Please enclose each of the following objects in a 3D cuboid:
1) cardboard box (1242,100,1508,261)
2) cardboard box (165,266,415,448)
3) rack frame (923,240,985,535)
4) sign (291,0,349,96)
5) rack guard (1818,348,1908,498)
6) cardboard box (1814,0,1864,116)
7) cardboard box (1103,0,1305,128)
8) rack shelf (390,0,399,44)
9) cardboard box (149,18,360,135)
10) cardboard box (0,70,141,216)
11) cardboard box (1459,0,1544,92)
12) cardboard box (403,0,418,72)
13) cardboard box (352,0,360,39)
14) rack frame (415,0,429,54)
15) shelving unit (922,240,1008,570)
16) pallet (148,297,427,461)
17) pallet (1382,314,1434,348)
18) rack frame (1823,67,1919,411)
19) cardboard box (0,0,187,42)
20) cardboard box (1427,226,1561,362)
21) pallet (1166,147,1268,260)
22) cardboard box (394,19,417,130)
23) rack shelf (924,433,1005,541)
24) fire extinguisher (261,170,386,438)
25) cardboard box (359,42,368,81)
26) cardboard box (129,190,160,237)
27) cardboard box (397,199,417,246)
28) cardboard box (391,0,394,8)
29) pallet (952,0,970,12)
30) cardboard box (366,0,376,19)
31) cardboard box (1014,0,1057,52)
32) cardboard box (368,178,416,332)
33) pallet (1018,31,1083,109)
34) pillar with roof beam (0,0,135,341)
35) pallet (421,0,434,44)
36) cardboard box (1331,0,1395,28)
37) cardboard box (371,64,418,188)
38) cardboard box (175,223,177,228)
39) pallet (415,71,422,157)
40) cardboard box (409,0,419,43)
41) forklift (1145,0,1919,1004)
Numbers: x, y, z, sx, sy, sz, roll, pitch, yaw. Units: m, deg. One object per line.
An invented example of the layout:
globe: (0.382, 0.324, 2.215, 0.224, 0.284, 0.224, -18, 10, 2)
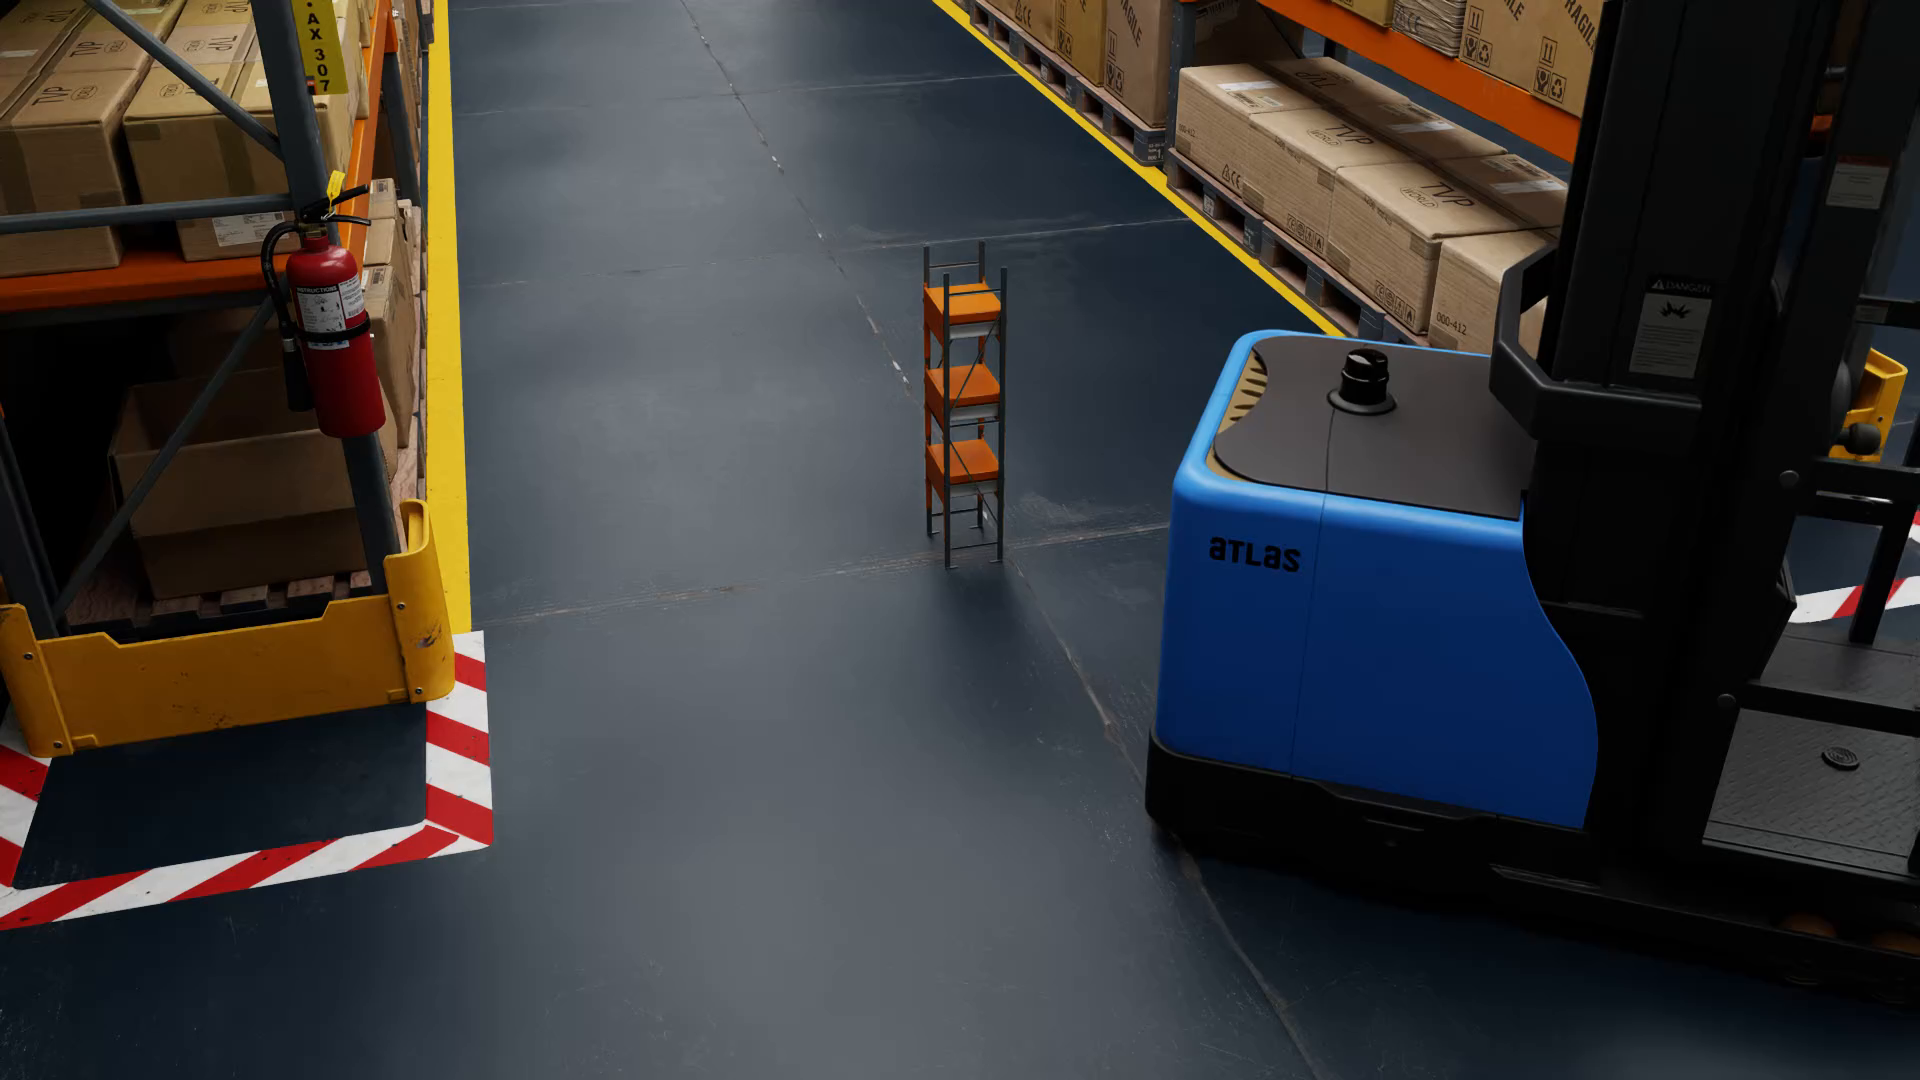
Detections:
cardboard box: (1.933, -1.716, 7.859, 0.875, 0.438, 0.875, -9, 31, -15)
cardboard box: (-2.351, -0.625, 5.912, 0.700, 0.500, 0.500, -7, 31, -11)
rack frame: (-0.018, -0.487, 5.544, 0.200, 1.050, 0.008, -8, 31, -13)
sign: (-1.568, -1.246, 4.045, 0.100, 0.325, 0.005, -8, 31, -13)
rack guard: (2.700, -0.368, 5.886, 1.175, 0.500, 0.348, -8, 31, -13)
cardboard box: (2.843, -1.774, 5.722, 0.500, 0.500, 0.500, -8, 31, -14)
cardboard box: (1.390, -2.944, 9.544, 0.875, 0.875, 0.875, -7, 31, -12)
rack shelf: (-3.684, -3.386, 9.324, 1.077, 0.370, 4.000, -8, 31, -13)
cardboard box: (-2.086, -1.362, 4.961, 0.500, 0.250, 0.500, -8, 31, -13)
cardboard box: (-2.469, -1.050, 4.423, 0.500, 0.250, 0.500, -7, 31, -12)
cardboard box: (2.192, -1.947, 6.019, 0.500, 0.500, 0.500, -8, 31, -14)
cardboard box: (-3.631, -3.092, 10.174, 0.500, 0.500, 0.500, -7, 31, -11)
cardboard box: (-2.380, -1.850, 5.805, 0.500, 0.250, 0.500, -9, 31, -15)
rack frame: (-4.214, -4.663, 10.812, 1.000, 3.000, 0.127, -8, 31, -13)
shelving unit: (0.014, -0.429, 5.442, 0.215, 1.050, 0.252, -8, 31, -13)
pallet: (-2.644, -0.602, 6.580, 1.003, 0.211, 1.213, -8, 31, -13)
pallet: (2.406, -0.630, 6.628, 1.003, 0.211, 1.213, -8, 31, -13)
rack frame: (2.694, -1.461, 5.280, 1.000, 3.000, 0.127, -8, 31, -13)
cardboard box: (-2.732, -1.539, 5.268, 0.500, 0.250, 0.500, -7, 31, -12)
cardboard box: (2.422, -0.839, 6.344, 0.875, 0.438, 0.875, -9, 31, -15)
pallet: (1.758, -1.809, 8.664, 1.003, 0.211, 1.213, -8, 31, -13)
cardboard box: (-3.343, -2.592, 9.310, 0.500, 0.500, 0.500, -9, 31, -15)
rack shelf: (0.014, -0.179, 5.587, 0.215, 0.259, 0.240, -8, 31, -13)
fire extinguisher: (-1.606, -0.595, 4.233, 0.296, 0.674, 0.183, -8, 31, -13)
cardboard box: (-2.297, -1.639, 5.838, 0.380, 0.149, 0.250, -7, 31, -12)
cardboard box: (-2.446, -0.946, 4.640, 0.380, 0.149, 0.250, -7, 31, -12)
cardboard box: (-2.722, -1.449, 7.686, 0.380, 0.149, 0.250, -9, 31, -15)
cardboard box: (-3.514, -3.195, 9.704, 0.380, 0.149, 0.250, -9, 31, -16)
pallet: (0.364, -4.496, 13.307, 1.003, 0.211, 1.213, -8, 31, -13)
cardboard box: (-2.642, -2.257, 6.906, 0.380, 0.149, 0.250, -7, 31, -12)
cardboard box: (0.906, -3.811, 11.042, 0.875, 0.875, 0.875, -7, 31, -13)
cardboard box: (-2.627, -1.127, 6.778, 0.700, 0.500, 0.500, -9, 31, -15)
pallet: (1.027, -3.139, 10.963, 1.003, 0.211, 1.213, -8, 31, -13)
pillar with roof beam: (0.314, -5.444, 6.173, 9.100, 9.000, 0.400, -8, 31, -13)
pallet: (-4.395, -3.859, 12.207, 1.003, 0.211, 1.213, -8, 31, -13)
cardboard box: (1.896, -2.441, 6.874, 0.500, 0.500, 0.500, -7, 31, -12)
cardboard box: (-3.064, -2.095, 8.451, 0.500, 0.500, 0.500, -7, 31, -11)
cardboard box: (-2.026, -1.003, 4.739, 0.380, 0.149, 0.250, -7, 31, -12)
pallet: (-3.732, -2.503, 9.863, 1.003, 0.211, 1.213, -8, 31, -13)
cardboard box: (-3.895, -3.587, 11.030, 0.500, 0.500, 0.500, -7, 31, -12)
forklift: (2.063, -0.487, 3.665, 3.031, 2.935, 1.130, 9, 31, 15)
